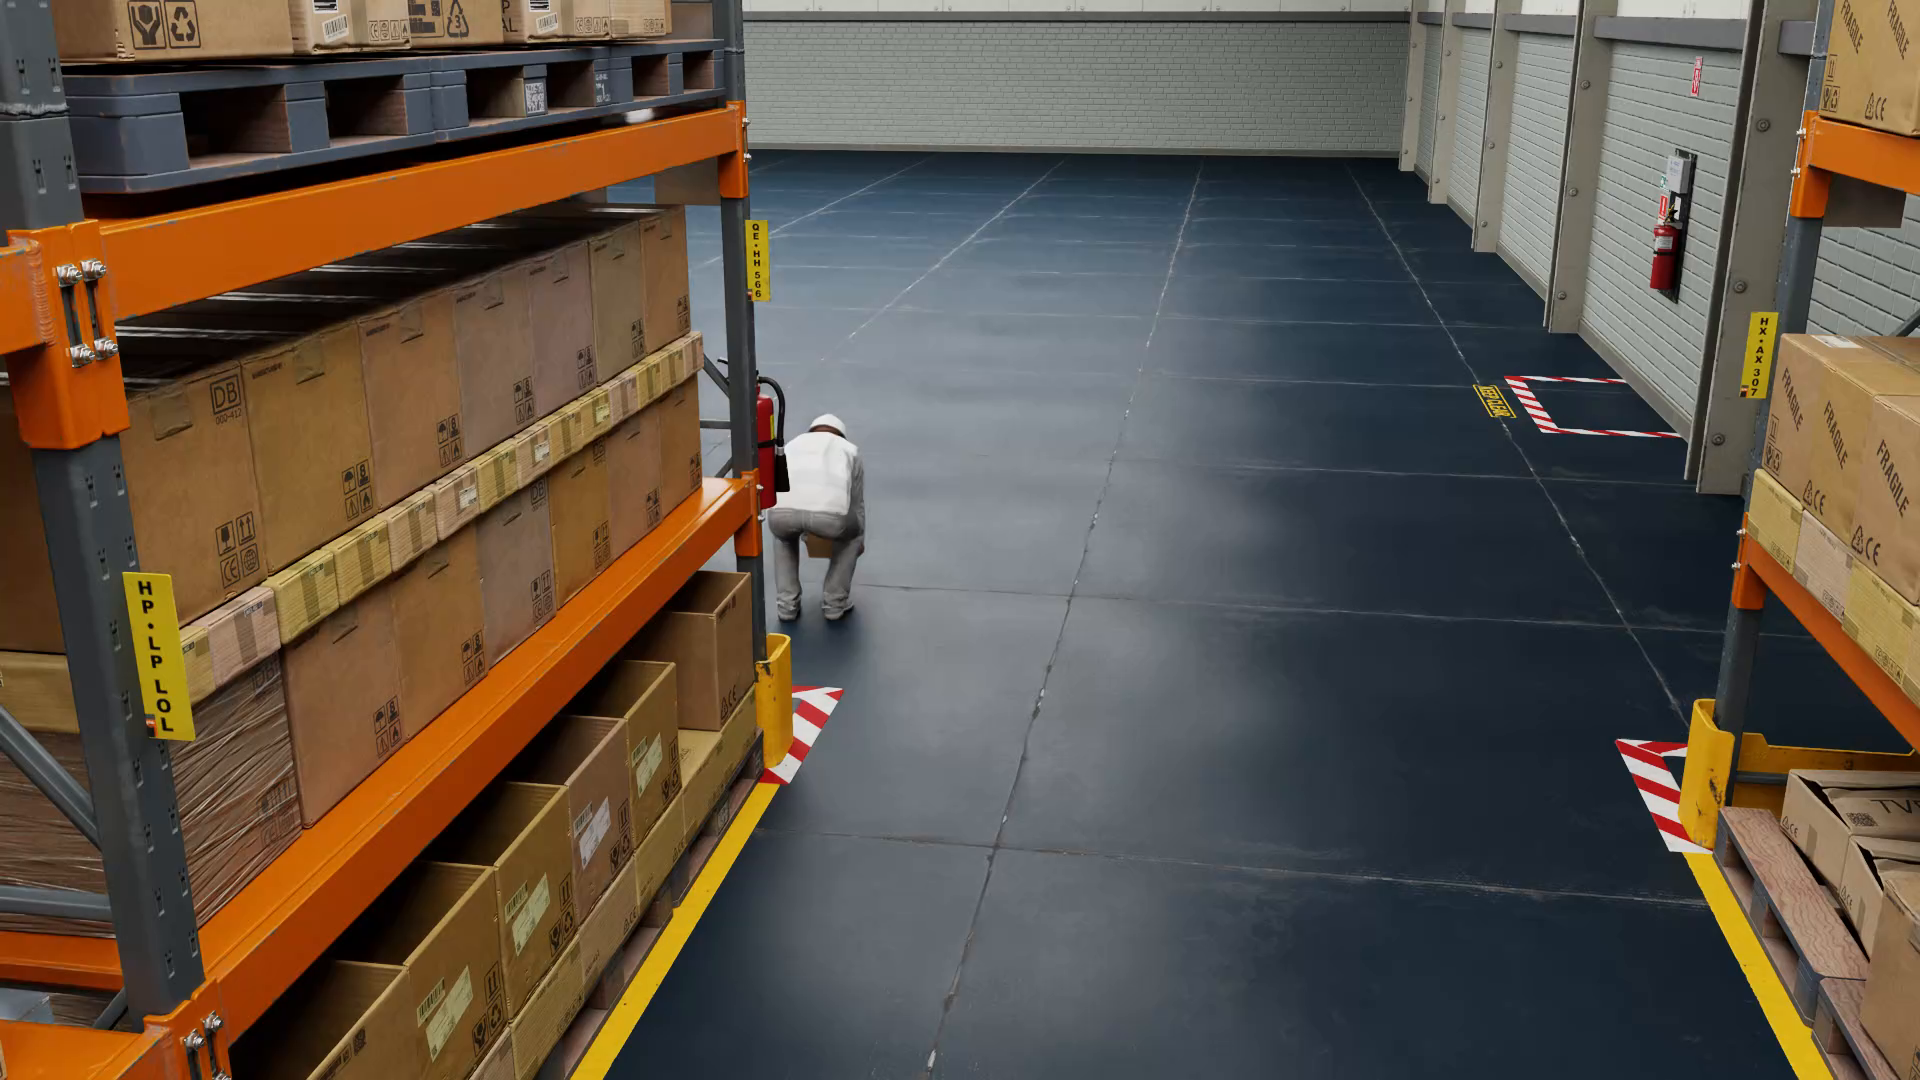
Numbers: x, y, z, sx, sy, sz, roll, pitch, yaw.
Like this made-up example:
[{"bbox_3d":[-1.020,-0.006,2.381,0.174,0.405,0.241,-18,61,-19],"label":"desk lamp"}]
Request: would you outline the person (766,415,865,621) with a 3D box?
[{"bbox_3d":[-0.785,-0.116,9.162,0.513,0.988,0.986,2,18,6],"label":"person"}]
